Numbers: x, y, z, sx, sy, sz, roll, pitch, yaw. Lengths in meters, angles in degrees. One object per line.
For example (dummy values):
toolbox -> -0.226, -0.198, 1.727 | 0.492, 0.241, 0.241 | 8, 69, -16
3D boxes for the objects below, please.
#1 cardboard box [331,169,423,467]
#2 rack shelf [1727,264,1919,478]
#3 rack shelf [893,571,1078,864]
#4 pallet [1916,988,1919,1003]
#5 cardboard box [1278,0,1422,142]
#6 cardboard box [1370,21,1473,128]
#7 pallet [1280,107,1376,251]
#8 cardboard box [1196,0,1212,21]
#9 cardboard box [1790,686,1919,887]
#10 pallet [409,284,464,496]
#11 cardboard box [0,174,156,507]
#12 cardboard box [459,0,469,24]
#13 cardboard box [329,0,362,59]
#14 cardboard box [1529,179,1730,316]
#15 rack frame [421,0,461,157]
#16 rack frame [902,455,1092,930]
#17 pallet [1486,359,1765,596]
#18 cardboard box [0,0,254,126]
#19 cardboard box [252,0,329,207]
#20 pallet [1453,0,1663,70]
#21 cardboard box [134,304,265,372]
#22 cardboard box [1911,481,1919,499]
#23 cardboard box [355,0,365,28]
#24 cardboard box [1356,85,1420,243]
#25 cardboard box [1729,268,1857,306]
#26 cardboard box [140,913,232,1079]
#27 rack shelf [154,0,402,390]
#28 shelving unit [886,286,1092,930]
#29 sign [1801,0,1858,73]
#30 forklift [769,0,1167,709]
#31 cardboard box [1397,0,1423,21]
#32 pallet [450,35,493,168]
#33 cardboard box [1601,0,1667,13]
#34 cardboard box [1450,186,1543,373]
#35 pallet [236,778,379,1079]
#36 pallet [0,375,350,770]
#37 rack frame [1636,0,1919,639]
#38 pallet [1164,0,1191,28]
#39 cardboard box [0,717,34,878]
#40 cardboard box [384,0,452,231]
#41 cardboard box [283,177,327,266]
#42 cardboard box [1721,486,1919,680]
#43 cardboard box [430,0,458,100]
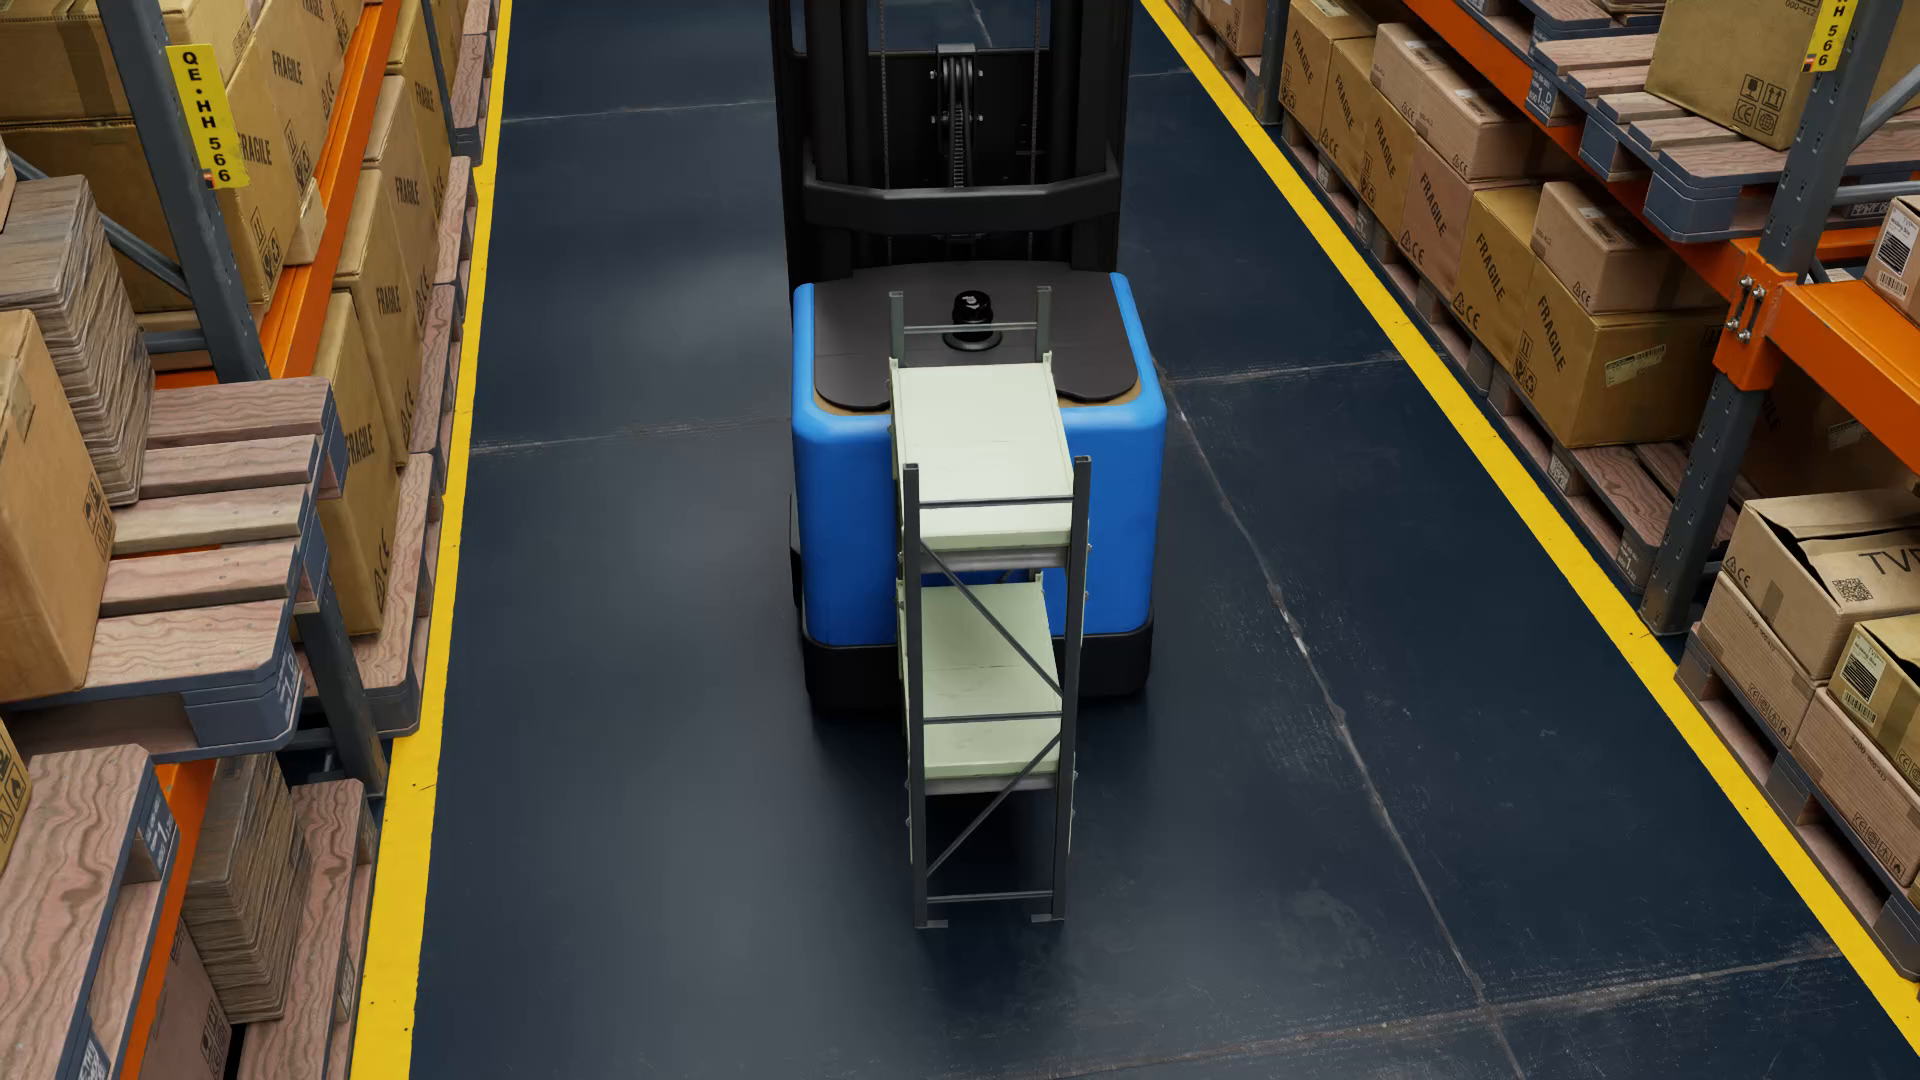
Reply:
cardboard box -> -2.308, -0.728, 5.652 | 0.750, 0.750, 0.750 | -6, 38, -8
rack shelf -> 3.066, 0.534, 3.204 | 1.077, 0.370, 4.000 | -6, 38, -8
rack shelf -> 0.052, 0.461, 4.465 | 0.431, 0.370, 0.720 | -3, 38, -3
pallet -> 3.032, 1.380, 3.802 | 1.003, 0.211, 1.213 | -6, 38, -8
cardboard box -> 1.859, -2.242, 7.870 | 0.500, 0.500, 0.500 | -8, 39, -10
cardboard box -> 2.034, -1.934, 6.863 | 0.500, 0.250, 0.500 | -6, 38, -8
pallet -> 2.194, -1.786, 7.876 | 1.003, 0.211, 1.213 | -6, 38, -8
cardboard box -> 1.510, -2.956, 9.075 | 0.380, 0.149, 0.250 | -6, 38, -8
cardboard box -> 2.607, 0.613, 4.414 | 0.500, 0.250, 0.500 | -7, 38, -9
pallet -> -2.436, -0.541, 6.275 | 1.003, 0.211, 1.213 | -6, 38, -8
cardboard box -> -2.069, -0.353, 3.320 | 0.700, 0.500, 0.500 | -11, 39, -13
cardboard box -> -3.065, -3.094, 8.983 | 0.700, 0.500, 0.500 | -5, 38, -7
cardboard box -> -2.262, -1.840, 5.333 | 0.500, 0.500, 0.500 | -5, 38, -7
cardboard box -> 2.306, -1.014, 5.678 | 0.500, 0.250, 0.500 | -5, 38, -6
rack frame -> -2.862, -2.839, 6.959 | 1.000, 3.000, 0.127 | -6, 38, -8
rack frame -> 0.079, 0.428, 3.977 | 0.400, 1.500, 0.023 | -3, 38, -3
pallet -> 2.622, -0.312, 5.979 | 1.003, 0.211, 1.213 | -6, 38, -8
cardboard box -> -1.992, -1.203, 3.902 | 0.500, 0.250, 0.500 | -5, 38, -7
cardboard box -> -2.077, -1.226, 4.543 | 0.500, 0.500, 0.500 | -5, 38, -6
pallet -> 2.370, -2.056, 6.108 | 1.003, 0.211, 1.213 | -6, 38, -8
cardboard box -> -1.991, -0.555, 4.208 | 0.380, 0.149, 0.250 | -7, 38, -9
cardboard box -> 3.049, 0.030, 4.708 | 0.500, 0.311, 0.500 | -5, 38, -7
cardboard box -> -2.374, -1.955, 6.010 | 0.380, 0.149, 0.250 | -6, 38, -8
cardboard box -> 2.044, -1.619, 7.067 | 0.500, 0.500, 0.500 | -6, 38, -7
cardboard box -> 2.819, -0.766, 5.970 | 0.500, 0.500, 0.500 | -8, 38, -10
cardboard box -> -2.008, 1.143, 3.512 | 0.700, 0.500, 0.500 | -6, 38, -8
rack shelf -> -2.512, -1.347, 5.625 | 1.077, 0.370, 4.000 | -6, 38, -8
shelving unit -> 0.052, 0.204, 4.265 | 0.431, 1.500, 0.755 | -3, 38, -3
sign -> 2.183, -1.320, 4.125 | 0.100, 0.325, 0.005 | -6, 38, -8
forklift -> -0.044, -1.540, 5.343 | 1.130, 2.935, 3.031 | -2, 38, -3
cardboard box -> 2.383, -2.293, 7.936 | 0.500, 0.500, 0.500 | -6, 38, -8
pallet -> -2.919, -2.205, 8.417 | 1.003, 0.211, 1.213 | -6, 38, -8
cardboard box -> 2.521, -2.105, 5.590 | 0.700, 0.500, 0.500 | 0, 38, 1
cardboard box -> 2.230, -0.997, 6.267 | 0.500, 0.500, 0.500 | -8, 38, -10
pallet -> -2.026, 1.150, 4.097 | 1.003, 0.211, 1.213 | -6, 38, -8
pallet -> -1.931, 0.072, 3.369 | 1.213, 0.211, 1.003 | -6, 38, -8
rack frame -> 2.715, -0.958, 4.538 | 1.000, 3.000, 0.127 | -6, 38, -8
pallet -> 1.677, -3.426, 9.988 | 1.003, 0.211, 1.213 | -6, 38, -8
cardboard box -> -1.829, 0.397, 2.354 | 0.700, 0.500, 0.500 | -6, 38, -8
cardboard box -> -2.620, -1.777, 7.003 | 0.750, 0.750, 0.750 | -6, 38, -7
cardboard box -> -1.990, -0.878, 4.624 | 0.380, 0.149, 0.250 | -5, 38, -7
cardboard box -> 2.518, 0.088, 4.633 | 0.500, 0.311, 0.500 | -5, 38, -6
cardboard box -> -2.893, -2.480, 8.193 | 0.700, 0.500, 0.500 | -6, 38, -7
